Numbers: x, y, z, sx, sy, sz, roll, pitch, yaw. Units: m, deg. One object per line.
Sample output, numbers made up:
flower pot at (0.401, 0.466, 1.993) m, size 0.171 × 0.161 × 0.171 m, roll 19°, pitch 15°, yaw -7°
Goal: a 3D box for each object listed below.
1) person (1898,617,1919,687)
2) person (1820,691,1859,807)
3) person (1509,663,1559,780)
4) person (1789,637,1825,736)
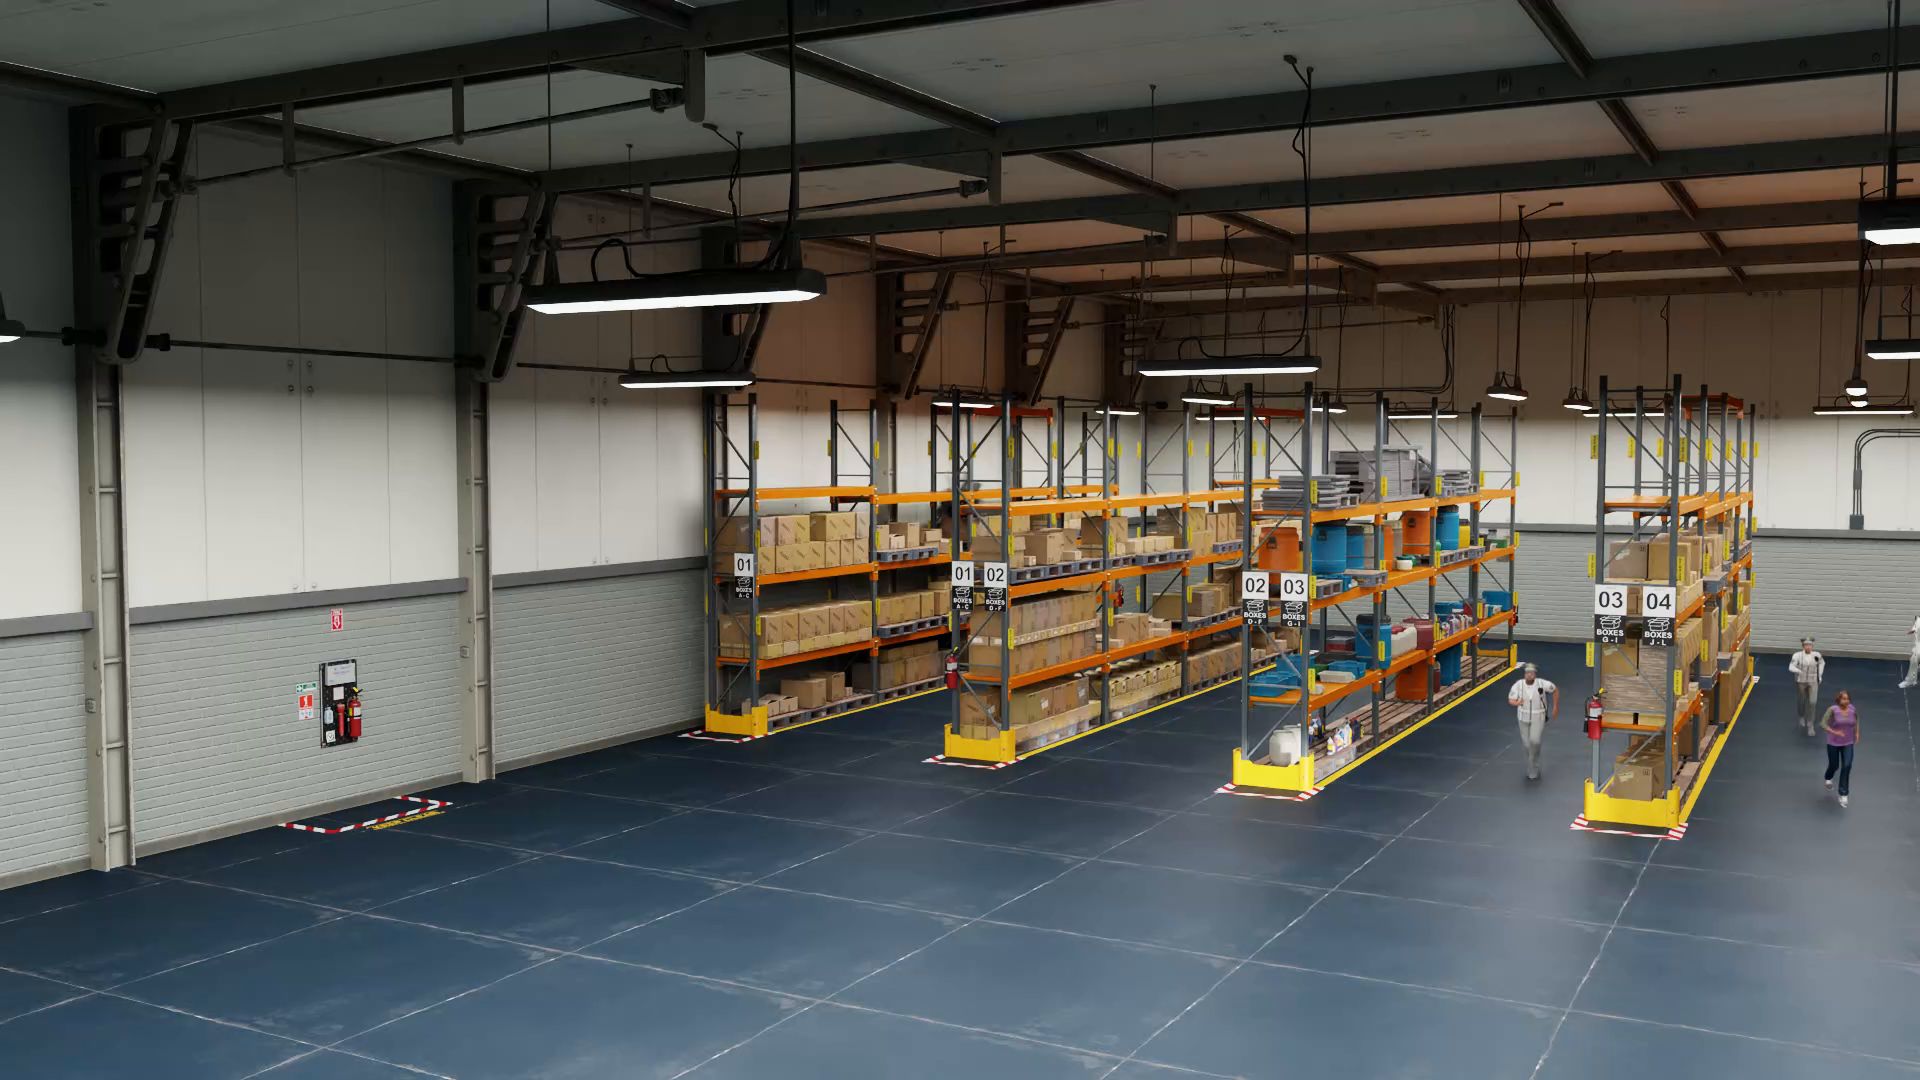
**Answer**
person at (20.308, 2.223, 35.012) m, size 0.929 × 1.793 × 0.770 m, roll 0°, pitch 3°, yaw -1°
person at (12.530, 2.924, 23.691) m, size 0.563 × 1.599 × 0.930 m, roll 1°, pitch 3°, yaw 11°
person at (8.736, 2.756, 25.371) m, size 0.690 × 1.796 × 0.845 m, roll 2°, pitch 3°, yaw 28°
person at (15.019, 2.558, 29.509) m, size 0.562 × 1.719 × 0.857 m, roll 2°, pitch 3°, yaw 28°
